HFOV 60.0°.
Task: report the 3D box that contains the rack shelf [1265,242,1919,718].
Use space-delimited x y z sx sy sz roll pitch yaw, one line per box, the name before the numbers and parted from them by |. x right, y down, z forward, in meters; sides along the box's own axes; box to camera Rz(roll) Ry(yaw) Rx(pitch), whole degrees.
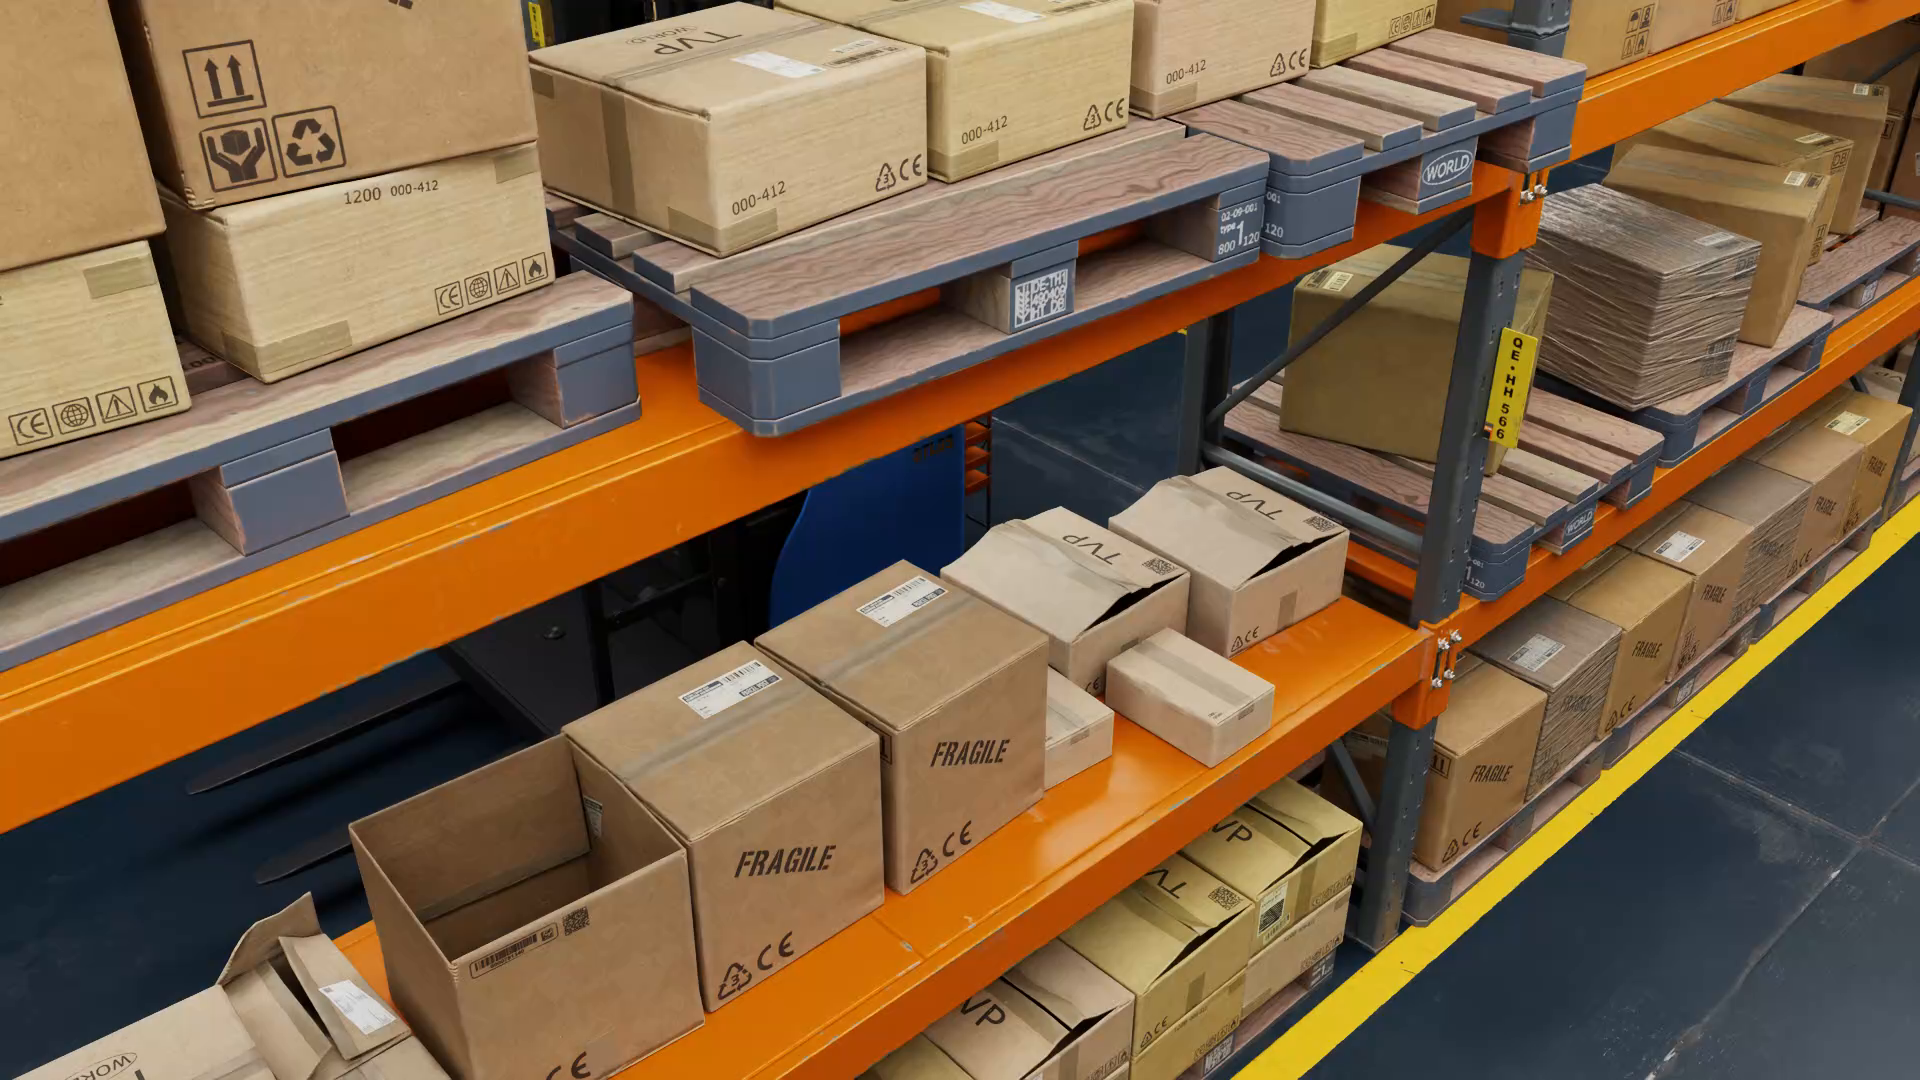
rack shelf | 2.548 -0.520 6.415 4.000 0.370 1.077 -26 40 -35

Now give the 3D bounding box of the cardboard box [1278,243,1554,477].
cardboard box | 1.466 -0.606 5.367 0.700 0.500 0.500 15 35 23

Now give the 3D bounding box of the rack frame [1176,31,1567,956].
rack frame | 1.081 -0.118 5.067 0.127 3.000 1.000 -26 40 -35

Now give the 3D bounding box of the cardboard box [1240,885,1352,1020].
cardboard box | 0.861 1.156 5.217 0.500 0.250 0.500 -25 39 -34

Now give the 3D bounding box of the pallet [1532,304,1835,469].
pallet | 2.504 -0.727 6.248 1.213 0.211 1.003 -26 40 -35

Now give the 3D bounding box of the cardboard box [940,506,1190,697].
cardboard box | 0.294 0.163 4.693 0.500 0.311 0.500 -26 40 -36

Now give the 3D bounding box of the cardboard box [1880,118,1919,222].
cardboard box | 4.573 -1.656 7.487 0.500 0.500 0.500 -25 39 -34

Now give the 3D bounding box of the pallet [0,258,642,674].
pallet | -1.214 -0.215 2.534 0.805 0.209 1.217 27 41 37

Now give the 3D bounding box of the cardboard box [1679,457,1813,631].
cardboard box | 3.111 -0.023 6.887 0.500 0.500 0.500 -25 39 -35

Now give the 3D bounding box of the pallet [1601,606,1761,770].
pallet | 2.549 0.391 6.908 1.213 0.211 1.003 -26 40 -35

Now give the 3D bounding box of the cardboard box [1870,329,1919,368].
cardboard box | 4.789 -1.154 8.917 0.500 0.311 0.500 -26 40 -35

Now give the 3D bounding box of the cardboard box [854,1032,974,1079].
cardboard box | -0.253 1.459 4.185 0.500 0.311 0.500 -25 39 -34

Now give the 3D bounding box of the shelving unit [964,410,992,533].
shelving unit | -0.011 -0.507 7.429 0.189 1.200 0.258 -26 40 -35

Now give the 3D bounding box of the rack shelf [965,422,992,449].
rack shelf | -0.011 -0.469 7.452 0.180 0.103 0.258 -26 40 -35

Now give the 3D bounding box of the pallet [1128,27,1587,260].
pallet | 0.644 -1.042 3.884 1.003 0.211 1.213 -24 39 -33

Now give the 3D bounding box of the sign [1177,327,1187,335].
sign | 0.705 -0.782 5.120 0.005 0.325 0.100 -26 40 -35

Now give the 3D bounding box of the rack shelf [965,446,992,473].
rack shelf | -0.011 -0.366 7.514 0.180 0.103 0.258 -26 40 -35

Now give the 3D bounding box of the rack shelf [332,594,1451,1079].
rack shelf | -0.385 0.899 4.095 4.000 0.370 1.077 -26 40 -35

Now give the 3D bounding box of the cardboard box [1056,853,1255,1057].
cardboard box | 0.488 1.104 4.765 0.500 0.311 0.500 -27 40 -36

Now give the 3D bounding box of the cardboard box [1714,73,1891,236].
cardboard box | 3.515 -1.676 7.117 0.700 0.500 0.500 15 35 23

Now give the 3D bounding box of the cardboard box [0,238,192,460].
cardboard box | -1.394 -0.309 2.245 0.500 0.250 0.500 -21 37 -31

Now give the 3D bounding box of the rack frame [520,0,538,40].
rack frame | -2.290 -2.011 8.164 0.127 3.000 1.000 -26 40 -35

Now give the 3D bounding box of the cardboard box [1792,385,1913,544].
cardboard box | 3.847 -0.373 7.459 0.500 0.500 0.500 -26 40 -36

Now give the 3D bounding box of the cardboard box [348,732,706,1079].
cardboard box | -0.891 0.805 3.462 0.500 0.500 0.500 -23 38 -32

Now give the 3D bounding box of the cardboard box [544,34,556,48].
cardboard box | -1.760 -2.264 8.177 0.500 0.500 0.500 -24 39 -34

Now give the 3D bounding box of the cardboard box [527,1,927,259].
cardboard box | -0.408 -0.749 2.965 0.500 0.250 0.500 25 40 35

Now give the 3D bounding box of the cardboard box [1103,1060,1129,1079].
cardboard box | 0.115 1.518 4.626 0.500 0.250 0.500 -25 39 -34

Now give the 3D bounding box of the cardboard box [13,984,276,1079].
cardboard box | -1.521 1.174 3.099 0.500 0.250 0.500 -23 38 -33

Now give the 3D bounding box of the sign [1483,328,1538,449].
sign | 1.461 -0.401 4.420 0.005 0.325 0.100 -26 40 -35

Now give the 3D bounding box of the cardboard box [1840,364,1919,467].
cardboard box | 4.469 -0.643 8.082 0.500 0.311 0.500 -26 40 -35

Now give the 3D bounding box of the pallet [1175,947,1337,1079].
pallet | 0.451 1.349 5.342 1.213 0.211 1.003 -26 40 -35

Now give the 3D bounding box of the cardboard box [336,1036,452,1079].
cardboard box | -1.063 1.172 3.199 0.250 0.149 0.380 -26 40 -35

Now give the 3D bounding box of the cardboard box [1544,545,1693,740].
cardboard box | 2.360 0.345 6.285 0.500 0.500 0.500 -26 40 -36

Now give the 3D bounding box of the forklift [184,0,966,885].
forklift | -1.401 -0.583 5.894 3.031 2.935 1.130 -25 39 -35

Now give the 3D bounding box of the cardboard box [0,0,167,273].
cardboard box | -1.373 -0.617 2.031 0.500 0.500 0.500 -25 40 -35

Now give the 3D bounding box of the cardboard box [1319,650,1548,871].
cardboard box | 1.609 0.709 5.690 0.500 0.500 0.500 -24 39 -34

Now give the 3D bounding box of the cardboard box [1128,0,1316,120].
cardboard box | 0.415 -1.137 3.601 0.500 0.250 0.500 -25 39 -34

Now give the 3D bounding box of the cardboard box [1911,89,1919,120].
cardboard box | 4.551 -2.065 7.198 0.500 0.500 0.500 -25 39 -34

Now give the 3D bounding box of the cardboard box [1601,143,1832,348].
cardboard box | 2.761 -1.108 6.188 0.700 0.500 0.500 18 36 27

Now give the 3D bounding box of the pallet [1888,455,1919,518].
pallet | 4.518 -0.590 8.513 1.213 0.211 1.003 -26 40 -35

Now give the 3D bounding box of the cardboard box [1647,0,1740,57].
cardboard box | 1.752 -1.789 4.829 0.500 0.500 0.910 -26 40 -35

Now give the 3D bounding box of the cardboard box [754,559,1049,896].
cardboard box | -0.138 0.441 4.058 0.500 0.500 0.500 27 40 36
